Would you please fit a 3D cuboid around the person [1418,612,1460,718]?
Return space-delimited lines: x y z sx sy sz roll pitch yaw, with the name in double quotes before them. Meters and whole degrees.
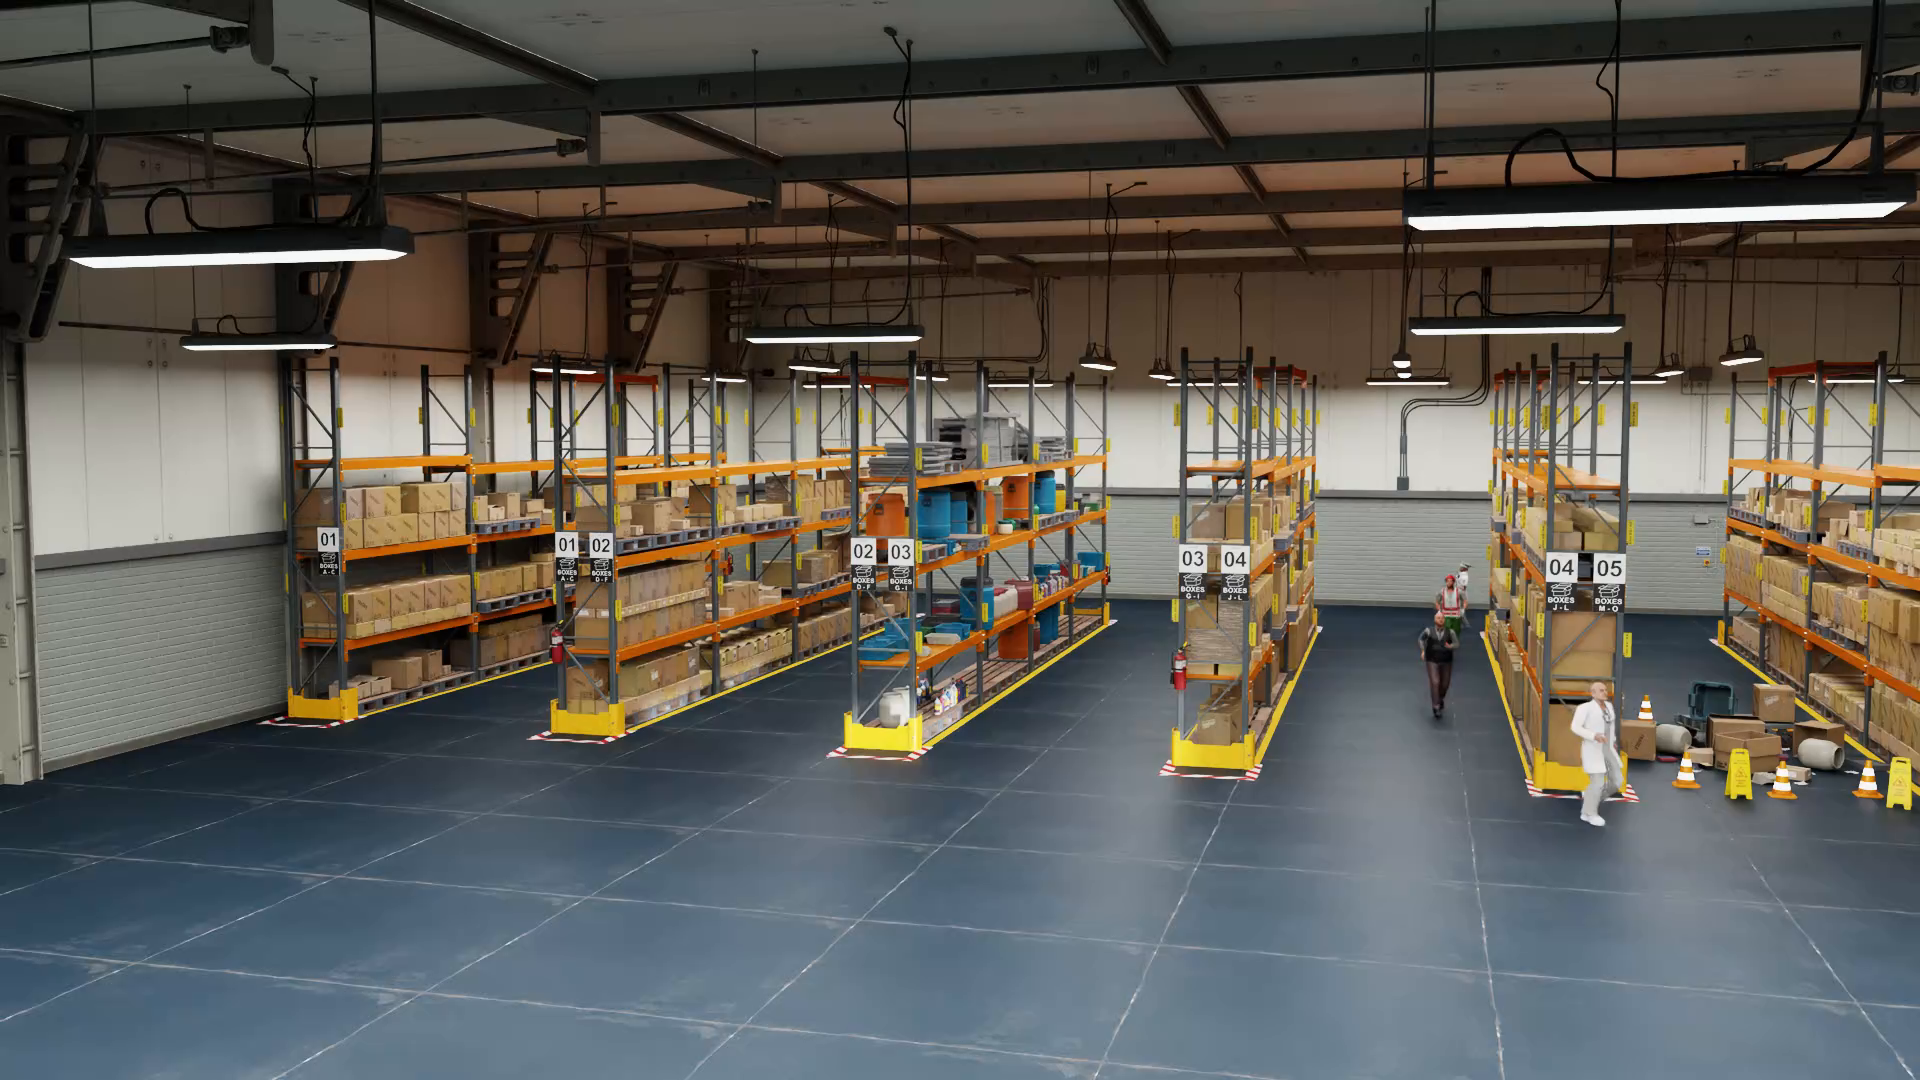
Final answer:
"person" 8.055 2.068 27.955 0.656 1.707 0.969 0 4 7

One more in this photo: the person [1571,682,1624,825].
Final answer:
"person" 7.893 2.633 20.502 0.738 1.750 0.636 -2 4 -21

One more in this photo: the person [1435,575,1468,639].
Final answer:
"person" 10.200 1.599 34.551 0.651 1.758 0.624 1 4 16

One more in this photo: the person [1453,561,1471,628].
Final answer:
"person" 11.714 1.314 39.258 0.641 1.677 0.721 1 4 8
